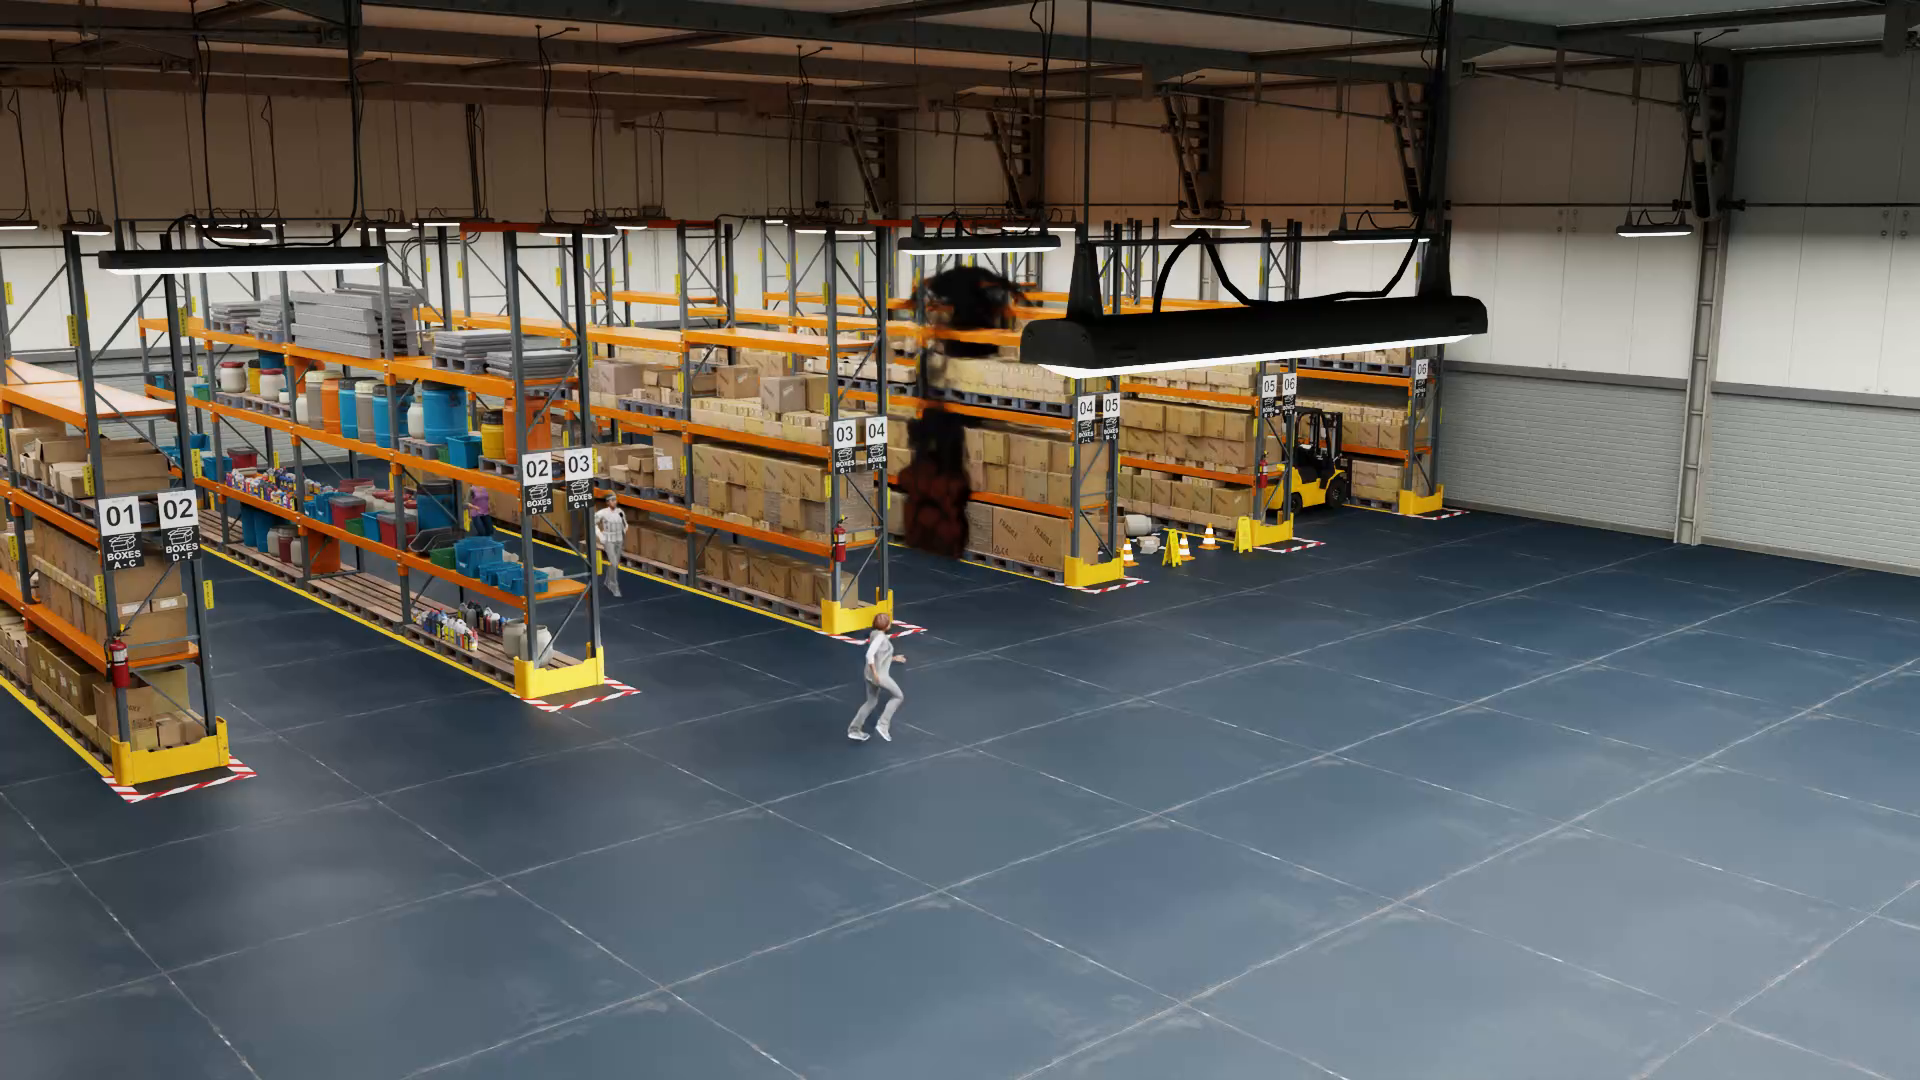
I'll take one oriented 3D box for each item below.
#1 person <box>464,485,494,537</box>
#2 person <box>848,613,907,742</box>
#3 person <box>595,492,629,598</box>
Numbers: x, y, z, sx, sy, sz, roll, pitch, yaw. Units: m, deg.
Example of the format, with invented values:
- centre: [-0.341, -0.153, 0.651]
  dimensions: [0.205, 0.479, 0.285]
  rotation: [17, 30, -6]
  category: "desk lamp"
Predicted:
- centre: [-8.722, -0.457, 30.206]
  dimensions: [0.559, 1.550, 0.532]
  rotation: [10, 15, 41]
  category: "person"
- centre: [-0.977, 1.638, 19.786]
  dimensions: [0.756, 1.579, 0.455]
  rotation: [-5, 12, -22]
  category: "person"
- centre: [-5.715, 0.064, 27.342]
  dimensions: [0.601, 1.757, 0.675]
  rotation: [-10, 15, -42]
  category: "person"
